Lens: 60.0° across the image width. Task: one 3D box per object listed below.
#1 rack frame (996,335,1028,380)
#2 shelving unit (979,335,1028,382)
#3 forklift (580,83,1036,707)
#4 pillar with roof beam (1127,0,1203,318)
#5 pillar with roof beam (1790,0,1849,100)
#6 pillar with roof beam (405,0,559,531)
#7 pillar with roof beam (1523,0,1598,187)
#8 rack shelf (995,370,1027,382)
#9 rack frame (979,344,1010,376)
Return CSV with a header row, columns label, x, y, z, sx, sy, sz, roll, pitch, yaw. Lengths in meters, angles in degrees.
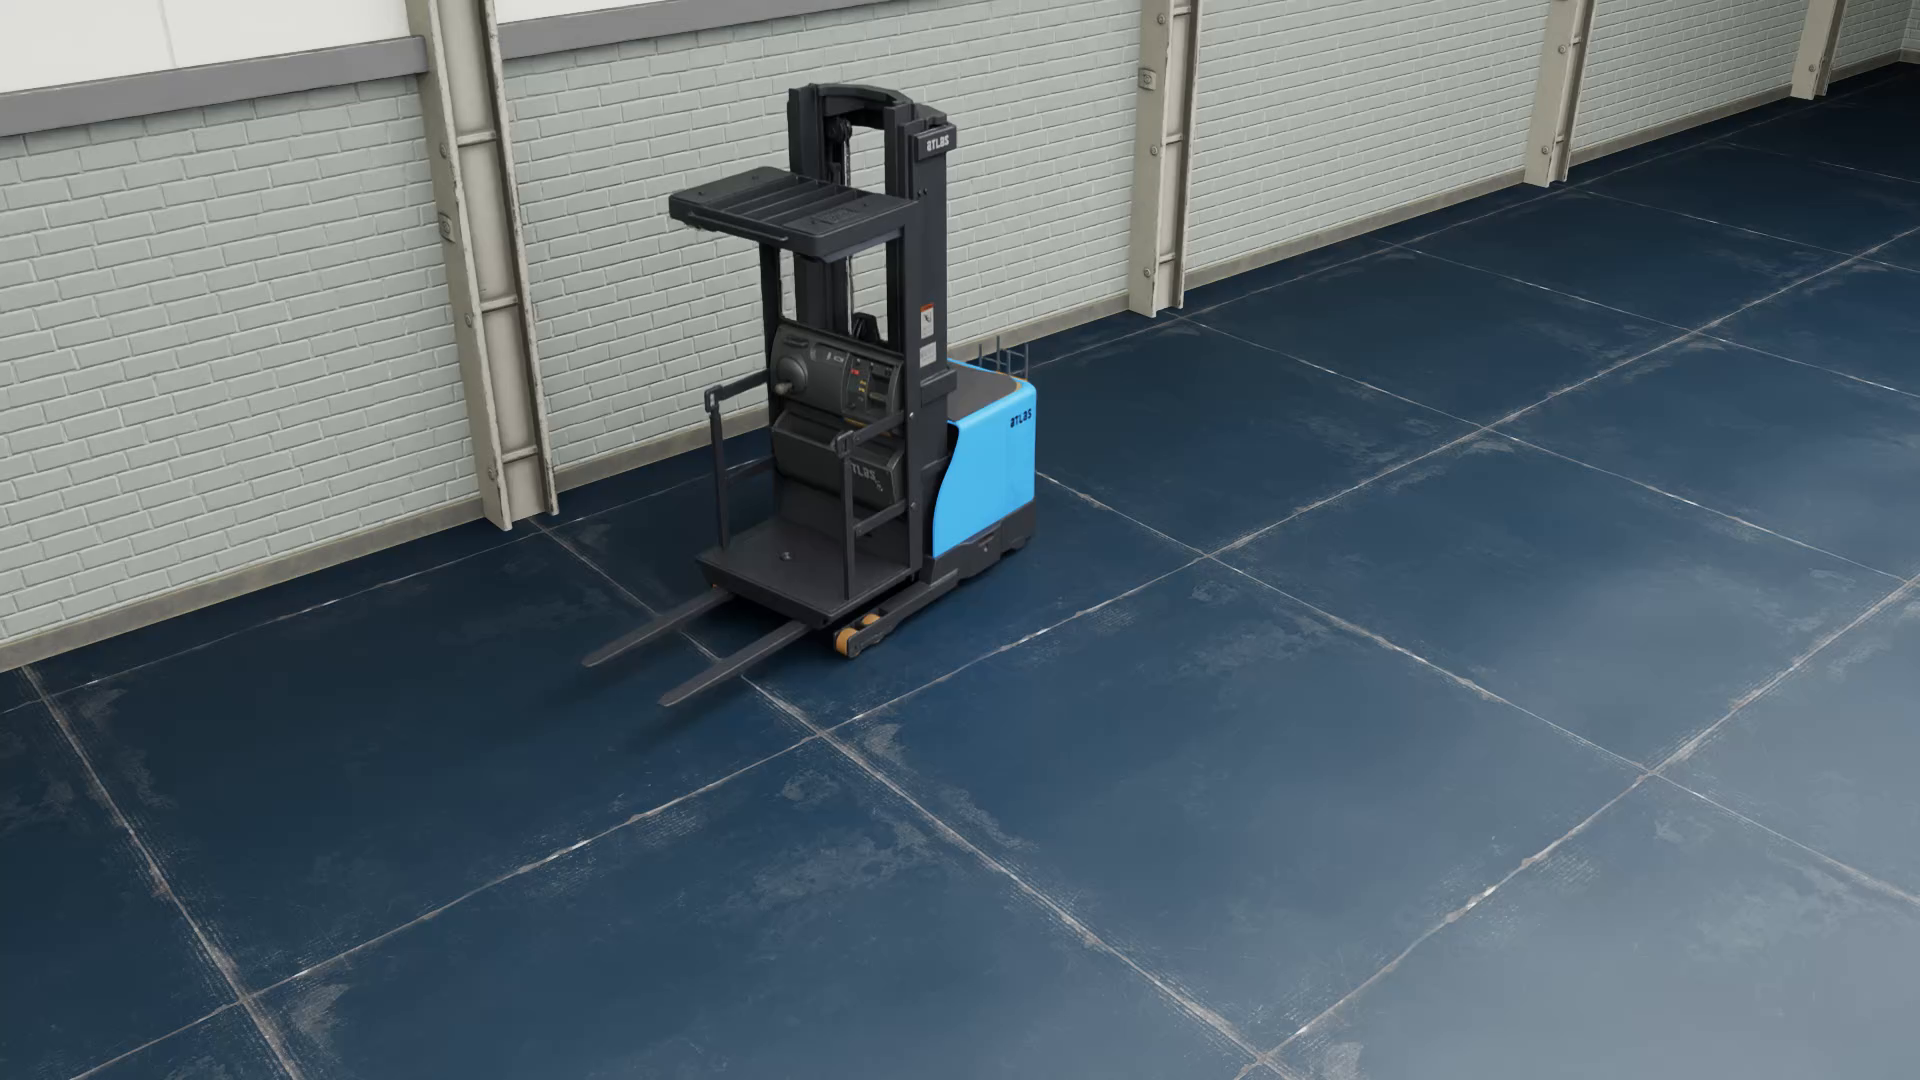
label,x,y,z,sx,sy,sz,roll,pitch,yaw
rack frame,0.326,-0.725,10.692,0.240,1.200,0.006,21,34,33
shelving unit,0.269,-0.691,10.629,0.258,1.200,0.189,21,34,33
forklift,-0.832,-0.895,9.174,1.130,2.935,3.031,21,34,33
pillar with roof beam,4.476,-4.432,9.354,0.400,9.000,9.100,-22,35,-35
pillar with roof beam,13.605,-8.103,16.223,0.400,9.000,9.100,-22,35,-35
pillar with roof beam,-0.089,-2.597,5.919,0.400,9.000,9.100,-22,35,-35
pillar with roof beam,9.040,-6.267,12.789,0.400,9.000,9.100,-22,35,-35
rack shelf,0.269,-0.970,10.480,0.258,0.103,0.180,21,34,33
rack frame,0.212,-0.658,10.566,0.240,1.200,0.006,21,34,33
